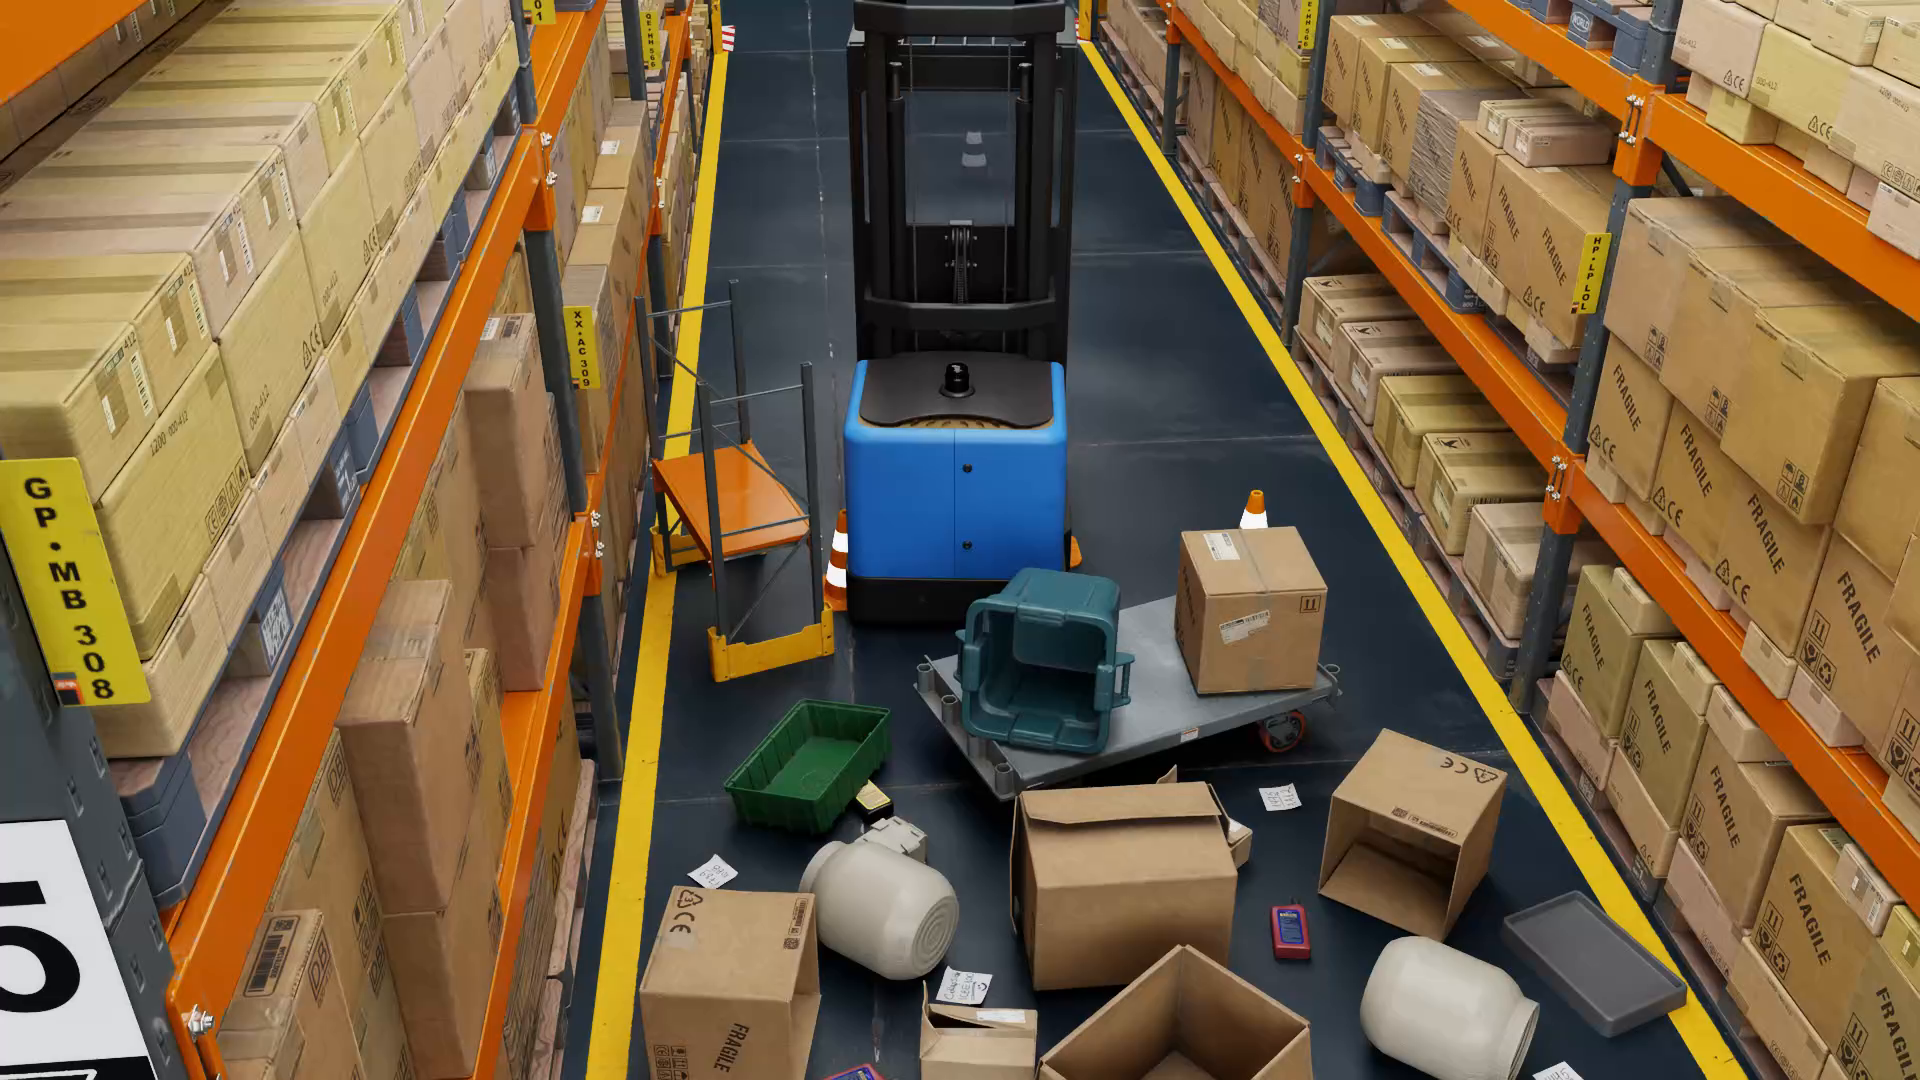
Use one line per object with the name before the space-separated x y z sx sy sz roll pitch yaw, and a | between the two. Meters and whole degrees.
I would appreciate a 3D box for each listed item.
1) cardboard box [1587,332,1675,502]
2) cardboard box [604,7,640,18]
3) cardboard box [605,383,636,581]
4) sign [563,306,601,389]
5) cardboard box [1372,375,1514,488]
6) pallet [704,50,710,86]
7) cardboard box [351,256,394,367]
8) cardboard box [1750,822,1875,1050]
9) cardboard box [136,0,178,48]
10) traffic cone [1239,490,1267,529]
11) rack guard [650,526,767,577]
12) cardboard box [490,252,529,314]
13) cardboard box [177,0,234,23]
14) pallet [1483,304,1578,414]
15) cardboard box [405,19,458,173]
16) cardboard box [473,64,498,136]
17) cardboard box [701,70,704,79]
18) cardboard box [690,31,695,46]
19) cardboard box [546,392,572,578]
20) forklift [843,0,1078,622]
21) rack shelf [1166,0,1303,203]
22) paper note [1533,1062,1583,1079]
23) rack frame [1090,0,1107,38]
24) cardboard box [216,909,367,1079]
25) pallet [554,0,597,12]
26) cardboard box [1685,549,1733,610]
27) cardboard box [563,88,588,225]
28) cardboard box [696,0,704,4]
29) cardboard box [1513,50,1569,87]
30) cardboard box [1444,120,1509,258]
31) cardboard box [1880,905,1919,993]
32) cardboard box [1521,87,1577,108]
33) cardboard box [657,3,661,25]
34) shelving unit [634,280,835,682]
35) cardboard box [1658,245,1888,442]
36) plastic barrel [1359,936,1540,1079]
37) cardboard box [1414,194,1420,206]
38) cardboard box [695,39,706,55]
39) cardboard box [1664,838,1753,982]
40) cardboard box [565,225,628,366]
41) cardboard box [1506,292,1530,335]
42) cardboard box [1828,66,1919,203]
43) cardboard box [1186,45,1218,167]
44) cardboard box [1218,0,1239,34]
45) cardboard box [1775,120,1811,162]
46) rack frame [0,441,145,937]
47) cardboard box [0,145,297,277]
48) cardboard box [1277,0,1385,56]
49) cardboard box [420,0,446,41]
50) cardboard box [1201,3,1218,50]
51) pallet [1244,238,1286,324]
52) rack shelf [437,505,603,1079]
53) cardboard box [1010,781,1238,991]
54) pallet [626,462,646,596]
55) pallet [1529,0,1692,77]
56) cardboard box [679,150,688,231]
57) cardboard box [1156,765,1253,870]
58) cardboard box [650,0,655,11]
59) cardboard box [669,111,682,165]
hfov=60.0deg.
cardboard box | 2.749 -0.490 6.257 0.500 0.500 0.500 -3 31 -5
cardboard box | -2.228 -3.281 10.574 0.380 0.149 0.250 -4 31 -7
cardboard box | -2.168 -0.288 8.091 1.050 0.750 0.750 -3 31 -5
sign | -1.381 -0.701 6.078 0.100 0.325 0.005 -3 31 -5
cardboard box | 2.796 -0.599 8.980 0.950 0.372 0.625 -2 31 -3
pallet | -3.007 -4.742 16.484 1.003 0.211 1.213 -3 31 -5
cardboard box | -1.391 -0.464 3.414 0.380 0.149 0.250 -3 31 -5
cardboard box | 2.932 1.243 5.285 0.500 0.500 0.500 -3 31 -6
cardboard box | -2.141 -1.291 4.022 0.380 0.149 0.250 -2 31 -4
traffic cone | 1.475 -0.034 8.356 0.336 0.463 0.334 -3 31 -5
rack guard | -1.280 0.003 8.501 0.587 0.250 0.087 -13 33 -21
cardboard box | -1.934 -0.606 5.641 0.875 0.550 0.550 -3 31 -5
cardboard box | -2.118 -1.322 4.462 0.500 0.250 0.500 -3 31 -5
pallet | 3.059 -0.872 7.472 1.003 0.211 1.213 -3 31 -5
cardboard box | -1.541 -1.090 4.074 0.500 0.250 0.500 -3 31 -5
cardboard box | -1.532 -1.240 4.714 0.380 0.149 0.250 -2 31 -4
cardboard box | -2.607 -4.434 15.619 0.380 0.149 0.250 -2 31 -4
cardboard box | -2.628 -4.549 15.232 0.380 0.149 0.250 -3 31 -4
cardboard box | -1.887 -0.145 5.921 0.875 0.550 0.550 -3 31 -5
forklift | 0.018 -1.579 8.535 1.130 2.935 3.031 1 31 1
rack shelf | 2.425 -3.311 12.070 1.077 0.370 4.000 -3 31 -5
paper note | 2.051 1.839 5.642 0.142 0.019 0.148 -14 33 -22
rack frame | 1.864 -6.684 17.015 1.000 3.000 0.127 -3 31 -5
cardboard box | -1.556 1.055 2.860 0.875 0.550 0.550 -3 31 -5
pallet | -2.087 -2.620 7.471 1.003 0.211 1.213 -1 31 -2
cardboard box | 2.814 0.116 5.876 0.380 0.149 0.250 -2 31 -3
cardboard box | -2.129 -1.772 7.719 0.700 0.500 0.500 -3 31 -5
cardboard box | -2.753 -5.349 16.570 0.380 0.149 0.250 -2 31 -4
cardboard box | 3.045 -2.407 8.425 0.380 0.149 0.250 -4 31 -7
cardboard box | 2.624 -1.650 7.790 0.500 0.500 0.500 -2 31 -3
cardboard box | 2.903 1.176 4.765 0.380 0.149 0.250 -2 31 -4
cardboard box | 3.088 -1.932 8.262 0.500 0.500 0.500 -4 31 -7
cardboard box | -2.378 -3.844 12.096 0.380 0.149 0.250 -4 31 -7
shelving unit | -1.076 -0.300 7.790 0.587 1.500 1.083 -13 33 -21
cardboard box | 2.836 -0.660 5.567 0.700 0.500 0.500 -3 31 -4
plastic barrel | 1.658 1.609 5.643 0.512 0.421 0.421 20 36 29
cardboard box | 2.600 -1.806 8.684 0.380 0.149 0.250 -2 31 -3
cardboard box | -2.610 -4.694 15.764 0.380 0.149 0.250 -2 31 -4
cardboard box | 2.885 1.300 5.920 0.500 0.250 0.500 -3 31 -5
cardboard box | -1.807 -1.106 7.579 0.500 0.500 0.500 -3 31 -5
cardboard box | 2.655 -1.014 7.359 0.380 0.149 0.250 -4 31 -6
cardboard box | 2.845 -1.151 4.683 0.500 0.250 0.500 -2 31 -4
cardboard box | 2.375 -3.597 13.509 0.875 0.875 0.875 -2 31 -3
cardboard box | 2.145 -3.772 11.798 0.500 0.250 0.500 -4 31 -6
cardboard box | 2.872 -1.308 5.335 0.380 0.149 0.250 -3 31 -5
rack frame | -1.560 -0.802 1.317 1.000 3.000 0.127 -3 31 -5
cardboard box | -1.344 -0.545 2.772 0.380 0.149 0.250 -2 31 -4
cardboard box | 2.303 -3.323 10.315 0.500 0.500 0.500 -4 31 -6
cardboard box | -1.487 -1.325 4.078 0.380 0.149 0.250 -3 31 -4
cardboard box | 2.098 -3.813 12.355 0.500 0.250 0.500 -3 31 -5
pallet | 2.613 -1.808 11.571 1.003 0.211 1.213 -3 31 -5
rack shelf | -1.747 1.062 4.749 1.077 0.370 4.000 -3 31 -5
cardboard box | 0.578 1.246 6.041 0.797 0.637 0.503 -3 31 -5
pallet | -2.198 -0.086 8.688 1.003 0.211 1.213 -3 31 -5
pallet | 3.033 -2.084 6.573 1.213 0.211 1.003 -3 31 -5
cardboard box | -2.270 -2.570 12.156 0.500 0.500 0.500 -3 31 -6
cardboard box | 0.924 1.135 6.590 0.396 0.266 0.258 27 40 37
cardboard box | -2.321 -3.686 11.542 0.380 0.149 0.250 -3 31 -4
cardboard box | -2.262 -2.881 11.946 0.500 0.250 0.500 -4 31 -7
